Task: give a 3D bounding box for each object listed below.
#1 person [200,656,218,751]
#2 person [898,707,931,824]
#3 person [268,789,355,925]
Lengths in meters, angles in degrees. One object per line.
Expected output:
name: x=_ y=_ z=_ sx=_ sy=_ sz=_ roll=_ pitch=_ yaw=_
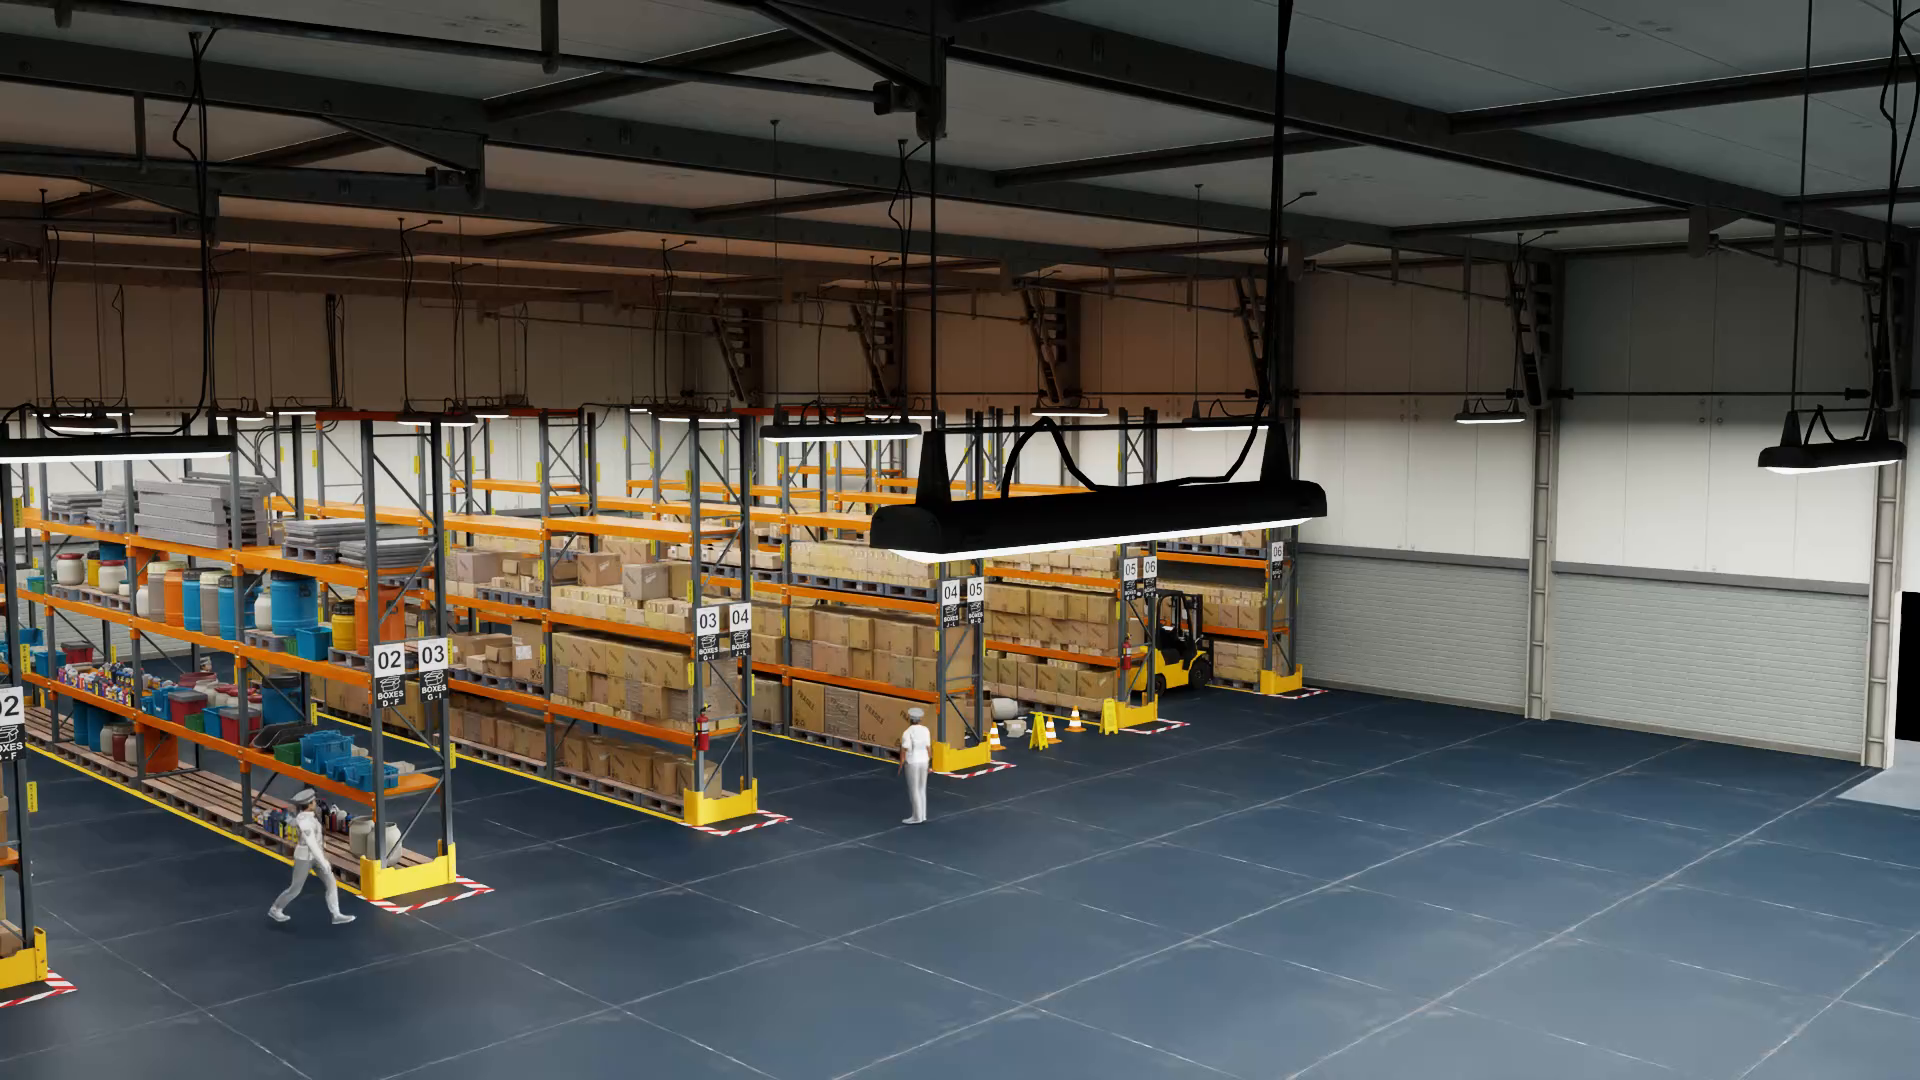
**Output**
person: x=-13.264 y=2.885 z=29.431 sx=0.495 sy=1.688 sz=0.488 roll=-5 pitch=7 yaw=-44
person: x=-0.656 y=3.332 z=24.504 sx=0.509 sy=1.713 sz=0.388 roll=-4 pitch=6 yaw=-36
person: x=-7.723 y=3.767 z=19.732 sx=1.031 sy=1.628 sz=0.426 roll=1 pitch=5 yaw=12
